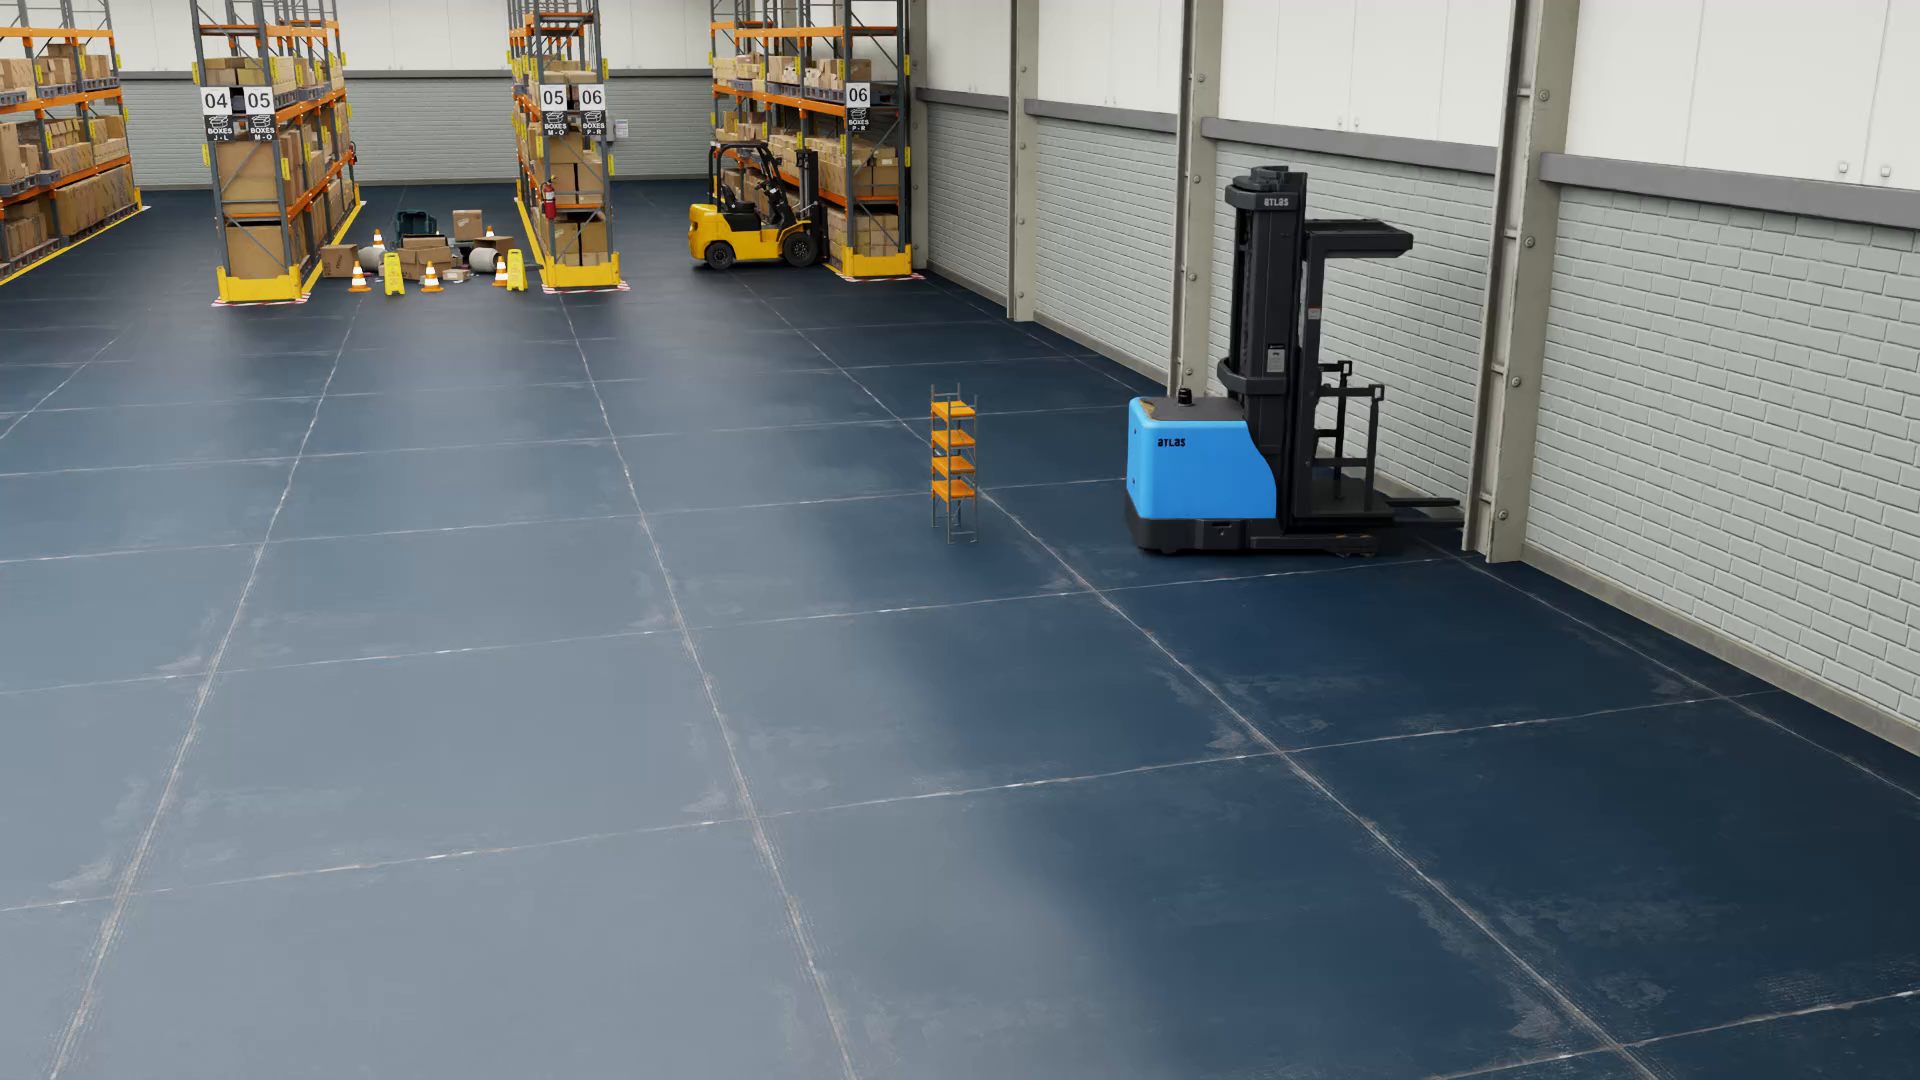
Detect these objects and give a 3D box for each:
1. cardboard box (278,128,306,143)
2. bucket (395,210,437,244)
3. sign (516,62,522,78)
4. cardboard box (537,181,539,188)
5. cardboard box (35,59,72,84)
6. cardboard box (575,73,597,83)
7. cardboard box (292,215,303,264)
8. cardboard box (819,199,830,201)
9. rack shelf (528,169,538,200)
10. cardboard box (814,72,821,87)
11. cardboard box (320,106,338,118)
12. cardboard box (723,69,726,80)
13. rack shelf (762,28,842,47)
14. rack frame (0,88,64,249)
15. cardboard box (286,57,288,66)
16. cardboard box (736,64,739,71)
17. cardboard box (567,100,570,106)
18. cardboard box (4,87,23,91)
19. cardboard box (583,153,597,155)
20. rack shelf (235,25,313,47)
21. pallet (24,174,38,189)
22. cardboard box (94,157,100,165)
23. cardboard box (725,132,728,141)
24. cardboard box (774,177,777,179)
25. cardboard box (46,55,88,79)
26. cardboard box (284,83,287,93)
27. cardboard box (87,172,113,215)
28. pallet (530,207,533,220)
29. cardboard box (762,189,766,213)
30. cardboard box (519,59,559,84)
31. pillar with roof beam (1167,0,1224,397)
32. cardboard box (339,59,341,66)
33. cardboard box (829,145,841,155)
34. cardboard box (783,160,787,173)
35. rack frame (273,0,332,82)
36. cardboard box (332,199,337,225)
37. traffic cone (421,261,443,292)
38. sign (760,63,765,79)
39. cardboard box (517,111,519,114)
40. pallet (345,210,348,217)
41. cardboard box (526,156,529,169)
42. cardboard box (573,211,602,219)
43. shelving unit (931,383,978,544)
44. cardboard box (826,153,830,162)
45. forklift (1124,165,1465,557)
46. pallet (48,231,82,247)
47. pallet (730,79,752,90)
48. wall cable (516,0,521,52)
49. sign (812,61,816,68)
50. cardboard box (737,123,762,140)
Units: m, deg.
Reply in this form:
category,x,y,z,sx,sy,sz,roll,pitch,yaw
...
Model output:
category,x,y,z,sx,sy,sz,roll,pitch,yaw
cardboard box,-12.600,-7.418,31.022,0.700,0.500,0.500,-5,17,-16
bucket,-9.785,-5.638,30.054,0.726,0.611,0.620,1,7,4
sign,-8.942,-9.539,33.744,0.100,0.325,0.005,-5,17,-15
cardboard box,-7.529,-6.519,30.378,0.380,0.149,0.250,-5,17,-16
cardboard box,-18.865,-9.707,34.437,0.700,0.500,0.500,-4,17,-14
cardboard box,-6.201,-7.676,27.629,0.380,0.149,0.250,-5,17,-15
cardboard box,-11.682,-5.088,28.139,0.875,0.875,0.875,-5,17,-15
cardboard box,-2.704,-6.350,31.689,0.500,0.250,0.500,-5,17,-16
rack shelf,-7.857,-6.961,32.661,1.077,0.370,4.000,-5,17,-15
cardboard box,-2.420,-8.332,30.092,0.396,0.266,0.258,-5,17,-17
cardboard box,-14.284,-9.501,37.439,0.500,0.500,0.500,-5,18,-17
cardboard box,-5.522,-11.405,40.736,0.500,0.250,0.500,-5,17,-16
rack shelf,-3.085,-10.036,33.166,1.077,0.370,4.000,-5,17,-15
rack frame,-17.935,-7.075,31.791,1.000,3.000,0.127,-5,17,-15
cardboard box,-11.353,-7.924,27.550,0.380,0.149,0.250,-5,17,-15
cardboard box,-4.903,-10.807,38.018,0.380,0.149,0.250,-5,17,-16
cardboard box,-6.594,-7.570,28.662,0.380,0.149,0.250,-5,17,-16
cardboard box,-17.284,-8.052,30.092,0.500,0.250,0.500,-4,17,-14
cardboard box,-6.651,-6.554,29.367,0.500,0.500,0.500,-4,17,-14
rack shelf,-12.589,-9.223,30.460,1.077,0.370,4.000,-5,17,-15
pallet,-17.352,-6.439,30.007,1.003,0.211,1.213,-5,17,-15
cardboard box,-18.796,-8.169,35.871,0.380,0.149,0.250,-5,17,-15
cardboard box,-5.526,-9.970,41.171,0.500,0.250,0.500,-5,17,-17
cardboard box,-4.084,-8.306,38.377,0.380,0.149,0.250,-4,17,-14
cardboard box,-19.451,-10.276,36.155,0.700,0.500,0.500,-4,17,-12
cardboard box,-11.143,-7.331,26.963,0.380,0.149,0.250,-5,17,-15
cardboard box,-19.139,-7.554,36.349,0.875,0.875,0.875,-5,17,-15
pallet,-9.221,-7.422,37.794,1.003,0.211,1.213,-5,17,-15
cardboard box,-4.085,-7.495,36.805,0.500,0.500,0.500,-5,17,-16
cardboard box,-8.655,-9.638,34.200,0.797,0.503,0.637,-6,18,-19
pillar with roof beam,-1.603,-5.516,16.175,9.100,9.000,0.400,-5,17,-15
cardboard box,-14.963,-11.378,39.603,0.380,0.149,0.250,-5,17,-16
cardboard box,-2.108,-6.897,29.379,0.380,0.149,0.250,-4,17,-14
cardboard box,-3.325,-7.613,33.843,0.500,0.250,0.500,-4,17,-13
rack frame,-14.237,-11.419,35.824,1.000,3.000,0.127,-5,17,-15
cardboard box,-13.229,-6.798,34.484,0.500,0.500,0.500,-4,17,-15
traffic cone,-8.540,-4.266,26.849,0.336,0.463,0.334,-5,17,-15
sign,-4.157,-9.894,35.063,0.100,0.325,0.005,-5,17,-15
cardboard box,-10.033,-9.741,38.756,0.500,0.500,0.500,-5,17,-16
pallet,-14.456,-7.393,37.697,1.003,0.211,1.213,-5,17,-15
cardboard box,-8.795,-7.906,34.819,0.500,0.250,0.500,-5,18,-17
cardboard box,-6.604,-5.571,29.532,0.500,0.500,0.500,-4,17,-12
shelving unit,-0.046,-0.620,13.432,0.258,1.200,0.503,-5,17,-15
cardboard box,-2.177,-6.824,29.655,0.380,0.149,0.250,-5,17,-15
forklift,2.896,-1.425,13.102,3.031,2.935,1.130,0,17,-1
pallet,-18.079,-5.964,32.938,1.003,0.211,1.213,-5,17,-15
pallet,-4.623,-10.519,38.369,1.213,0.211,1.003,-5,17,-15
wall cable,-12.439,-14.496,46.067,0.463,3.000,0.029,-5,17,-15
sign,-3.099,-10.016,35.331,0.100,0.325,0.005,-5,17,-15
cardboard box,-4.816,-9.456,38.814,0.700,0.500,0.500,-4,17,-14
